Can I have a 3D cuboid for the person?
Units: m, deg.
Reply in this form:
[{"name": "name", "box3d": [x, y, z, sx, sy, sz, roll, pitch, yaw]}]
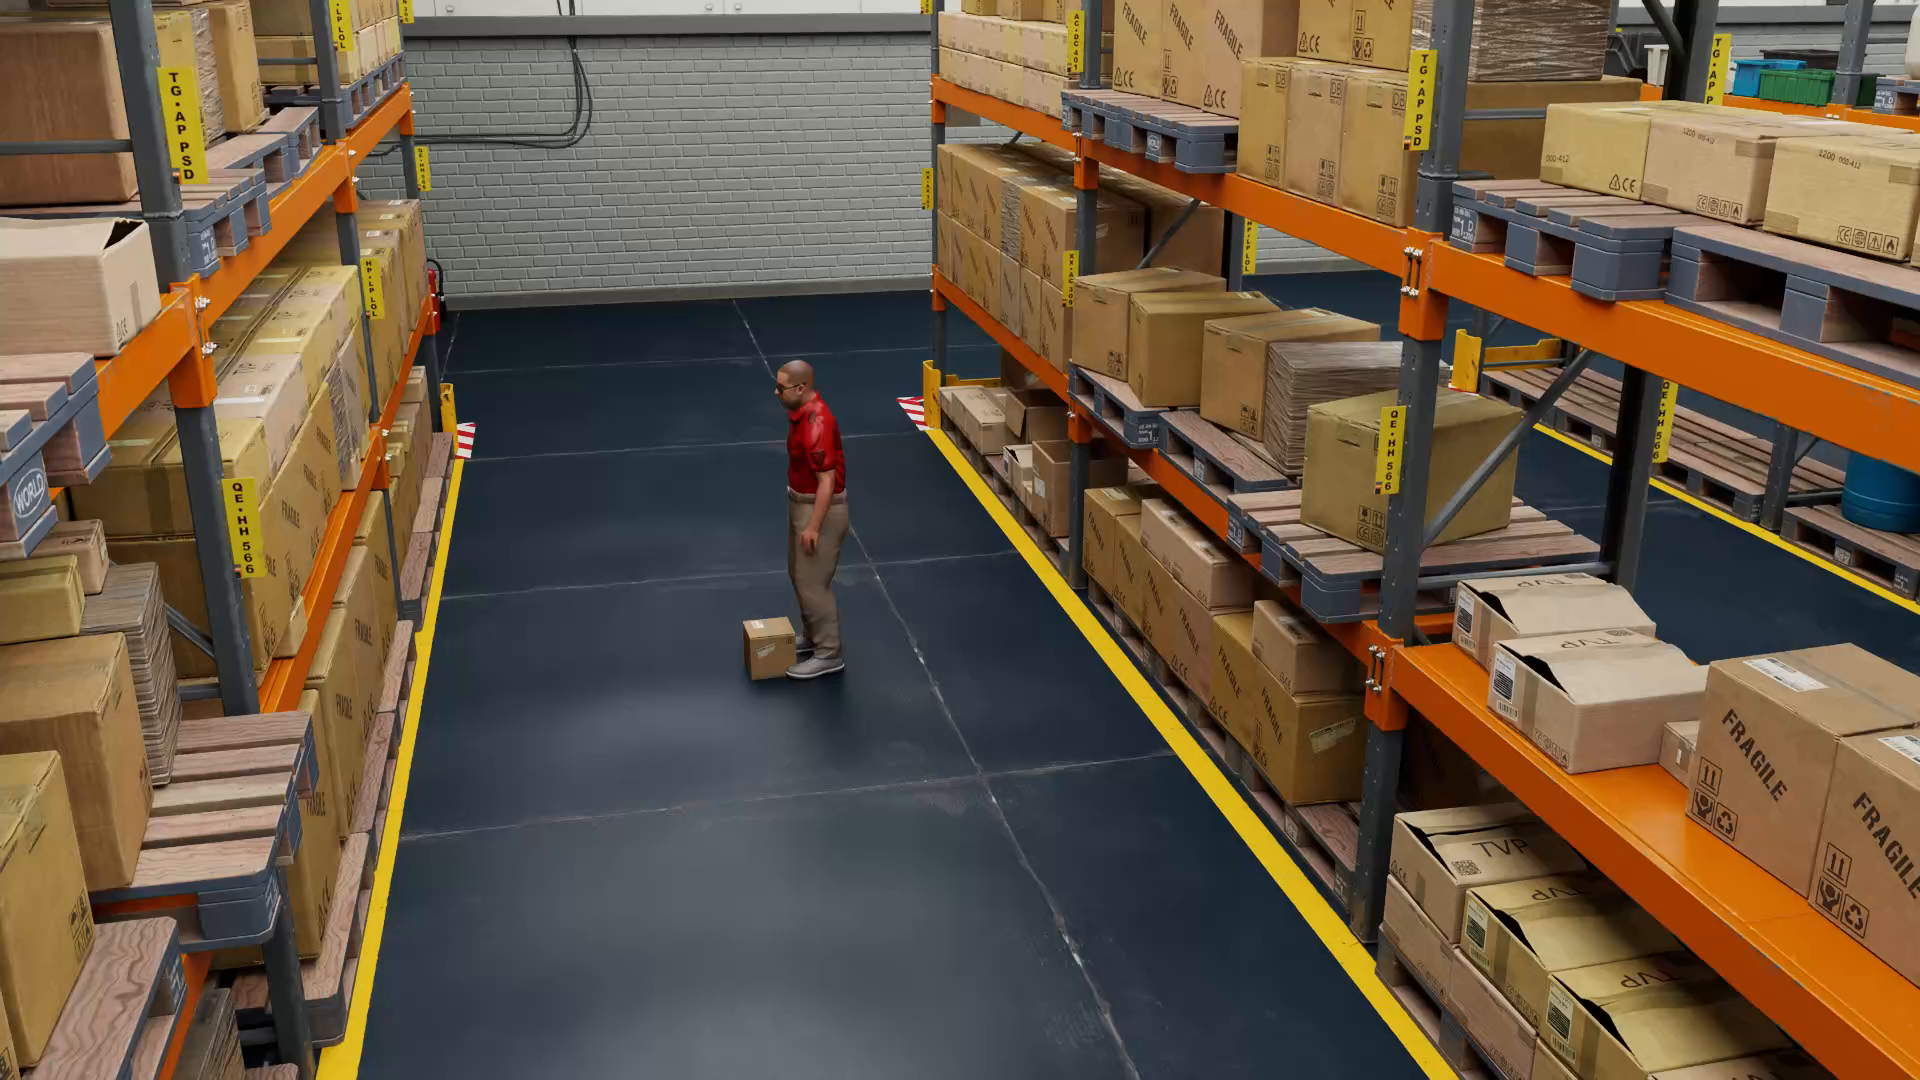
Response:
[{"name": "person", "box3d": [-0.805, -0.086, 8.968, 0.391, 1.637, 0.587, -4, 20, -12]}]
